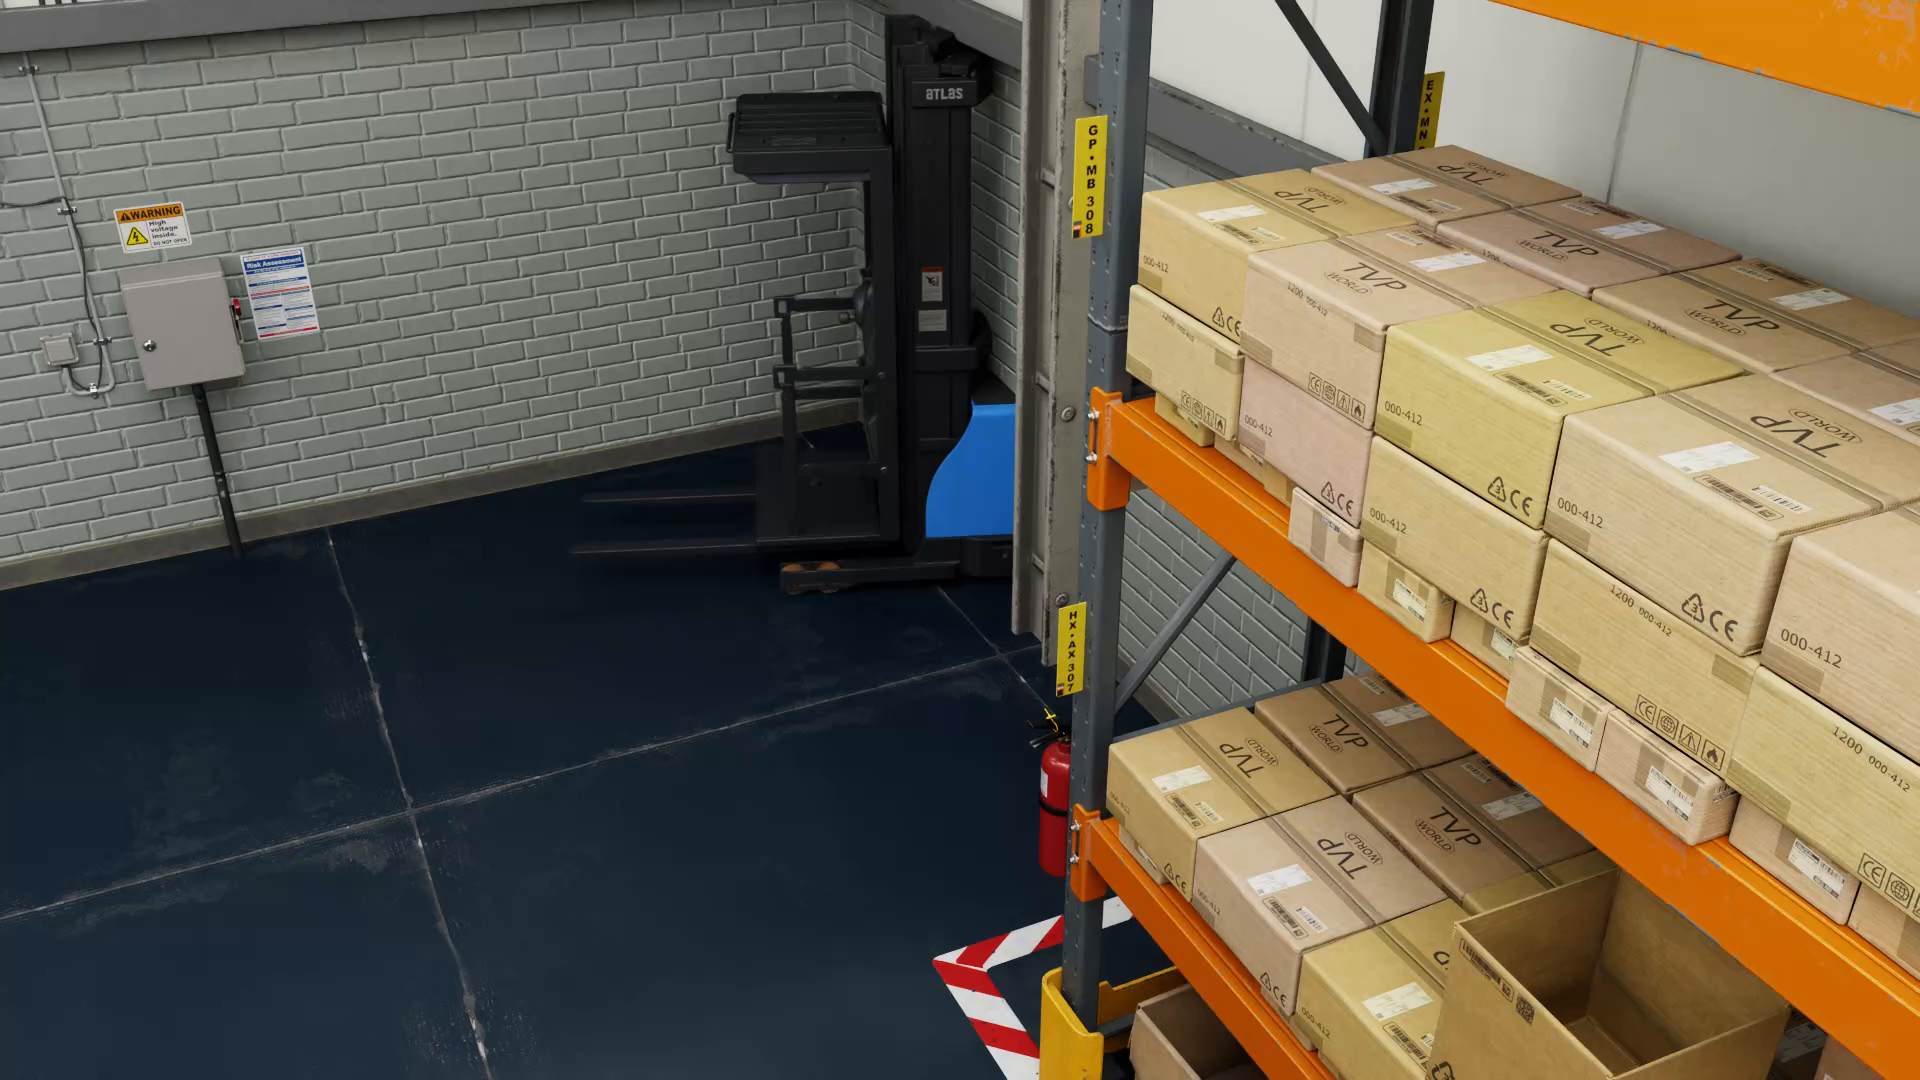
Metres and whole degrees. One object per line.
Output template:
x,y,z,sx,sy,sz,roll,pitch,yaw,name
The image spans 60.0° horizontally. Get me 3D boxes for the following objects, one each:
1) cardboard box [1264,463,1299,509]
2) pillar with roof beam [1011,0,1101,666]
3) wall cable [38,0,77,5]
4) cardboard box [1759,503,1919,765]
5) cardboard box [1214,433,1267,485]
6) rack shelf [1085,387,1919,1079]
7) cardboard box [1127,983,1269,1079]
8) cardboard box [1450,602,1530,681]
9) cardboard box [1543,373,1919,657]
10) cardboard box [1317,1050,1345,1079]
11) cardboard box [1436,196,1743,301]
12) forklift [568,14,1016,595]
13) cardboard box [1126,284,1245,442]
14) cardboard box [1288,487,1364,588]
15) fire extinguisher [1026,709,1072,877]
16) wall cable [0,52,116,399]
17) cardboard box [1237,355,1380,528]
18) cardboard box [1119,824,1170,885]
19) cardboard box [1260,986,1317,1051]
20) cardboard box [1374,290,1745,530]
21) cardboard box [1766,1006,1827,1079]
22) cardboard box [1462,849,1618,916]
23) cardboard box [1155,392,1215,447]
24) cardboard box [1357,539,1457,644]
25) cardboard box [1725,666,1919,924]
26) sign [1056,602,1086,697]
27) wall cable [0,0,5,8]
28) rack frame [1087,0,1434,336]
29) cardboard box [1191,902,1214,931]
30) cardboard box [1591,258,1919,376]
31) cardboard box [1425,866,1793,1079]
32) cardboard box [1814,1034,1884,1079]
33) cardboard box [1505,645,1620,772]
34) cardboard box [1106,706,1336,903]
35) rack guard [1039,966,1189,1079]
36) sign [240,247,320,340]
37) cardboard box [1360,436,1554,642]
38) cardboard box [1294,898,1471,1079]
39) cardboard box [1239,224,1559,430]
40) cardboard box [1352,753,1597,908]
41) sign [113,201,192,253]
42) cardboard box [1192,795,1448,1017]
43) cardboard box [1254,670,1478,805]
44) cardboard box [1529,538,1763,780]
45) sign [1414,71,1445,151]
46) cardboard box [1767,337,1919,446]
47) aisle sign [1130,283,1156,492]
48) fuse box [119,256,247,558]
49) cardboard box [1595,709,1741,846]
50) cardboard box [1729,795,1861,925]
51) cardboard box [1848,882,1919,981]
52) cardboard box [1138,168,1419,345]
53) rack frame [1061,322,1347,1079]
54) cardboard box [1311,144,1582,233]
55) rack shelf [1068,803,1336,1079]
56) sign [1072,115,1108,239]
0.997,-0.175,4.186,0.380,0.149,0.250,-13,32,-22,cardboard box
-3.392,-2.487,4.984,9.100,9.000,0.400,-13,32,-22,pillar with roof beam
-3.126,-4.161,7.932,2.988,3.039,0.133,-13,32,-22,wall cable
1.687,0.162,2.665,0.500,0.250,0.500,-12,32,-21,cardboard box
0.903,-0.292,4.395,0.380,0.149,0.250,-12,32,-21,cardboard box
1.698,0.495,3.468,1.077,0.370,4.000,-13,32,-22,rack shelf
1.017,1.802,5.592,0.797,0.503,0.637,-14,32,-24,cardboard box
1.292,0.167,3.576,0.380,0.149,0.250,-13,32,-23,cardboard box
1.461,-0.065,3.070,0.500,0.250,0.500,-12,32,-21,cardboard box
1.200,1.371,4.495,0.380,0.149,0.250,-13,32,-21,cardboard box
1.505,-0.617,4.054,0.500,0.250,0.500,-14,32,-23,cardboard box
-0.686,-1.247,8.977,3.031,2.935,1.130,-3,29,-5,forklift
0.783,-0.513,4.380,0.500,0.250,0.500,-13,32,-23,cardboard box
1.011,-0.044,3.951,0.380,0.149,0.250,-12,32,-21,cardboard box
0.359,0.835,5.655,0.296,0.674,0.183,-13,32,-22,fire extinguisher
-4.808,-1.582,8.465,0.588,1.984,0.122,-13,32,-22,wall cable
1.020,-0.293,3.987,0.500,0.250,0.500,-12,32,-21,cardboard box
0.733,0.919,5.301,0.380,0.149,0.250,-13,32,-22,cardboard box
1.081,1.255,4.702,0.380,0.149,0.250,-12,31,-20,cardboard box
1.233,-0.288,3.468,0.500,0.250,0.500,-14,32,-23,cardboard box
1.930,1.368,4.092,0.500,0.250,0.500,-13,32,-22,cardboard box
1.705,1.137,4.504,0.500,0.250,0.500,-12,31,-20,cardboard box
0.766,-0.403,4.591,0.380,0.149,0.250,-12,32,-21,cardboard box
1.130,0.070,3.748,0.380,0.149,0.250,-13,32,-22,cardboard box
1.681,0.384,2.781,0.500,0.250,0.500,-12,32,-21,cardboard box
0.350,0.343,5.187,0.100,0.325,0.005,-13,32,-22,sign
-5.658,-3.577,6.928,2.355,3.000,0.029,-13,32,-22,wall cable
0.840,-2.010,4.134,1.000,3.000,0.127,-13,32,-22,rack frame
0.884,1.021,5.118,0.380,0.149,0.250,-12,32,-21,cardboard box
1.736,-0.391,3.652,0.500,0.250,0.500,-13,32,-21,cardboard box
1.435,1.135,3.742,0.500,0.500,0.500,-12,32,-21,cardboard box
2.158,1.268,3.504,0.500,0.500,0.500,-14,32,-23,cardboard box
1.337,0.295,3.347,0.380,0.149,0.250,-13,32,-22,cardboard box
0.791,0.799,5.107,0.500,0.250,0.500,-13,32,-22,cardboard box
0.872,1.730,6.153,1.175,0.500,0.348,-13,32,-22,rack guard
-3.767,-1.366,9.216,0.329,0.494,0.001,-13,32,-22,sign
1.229,-0.064,3.580,0.500,0.250,0.500,-14,32,-23,cardboard box
1.228,1.245,4.312,0.500,0.250,0.500,-14,32,-23,cardboard box
1.005,-0.507,3.858,0.500,0.250,0.500,-13,32,-22,cardboard box
1.497,0.918,4.896,0.500,0.250,0.500,-13,32,-22,cardboard box
-4.263,-1.652,8.785,0.339,0.242,0.001,-13,32,-22,sign
1.008,1.022,4.710,0.500,0.250,0.500,-13,32,-21,cardboard box
1.277,0.690,5.303,0.500,0.250,0.500,-12,31,-21,cardboard box
1.472,0.160,3.181,0.500,0.250,0.500,-14,32,-23,cardboard box
1.349,-1.196,4.843,0.100,0.325,0.005,-13,32,-22,sign
1.926,-0.165,3.248,0.500,0.250,0.500,-13,32,-22,cardboard box
0.545,-0.496,4.910,0.394,0.787,0.004,-13,32,-22,aisle sign
-4.124,-0.650,9.160,0.539,1.711,0.414,-13,32,-22,fuse box
1.448,0.404,3.153,0.380,0.149,0.250,-12,32,-21,cardboard box
1.623,0.505,2.973,0.380,0.149,0.250,-13,32,-21,cardboard box
1.736,0.615,2.777,0.380,0.149,0.250,-12,31,-20,cardboard box
0.803,-0.736,4.266,0.500,0.250,0.500,-13,32,-23,cardboard box
0.840,0.606,5.602,1.000,3.000,0.127,-13,32,-22,rack frame
1.283,-0.847,4.464,0.500,0.250,0.500,-14,32,-23,cardboard box
1.698,1.804,4.202,1.077,0.370,4.000,-13,32,-22,rack shelf
0.350,-0.969,4.451,0.100,0.325,0.005,-13,32,-22,sign
